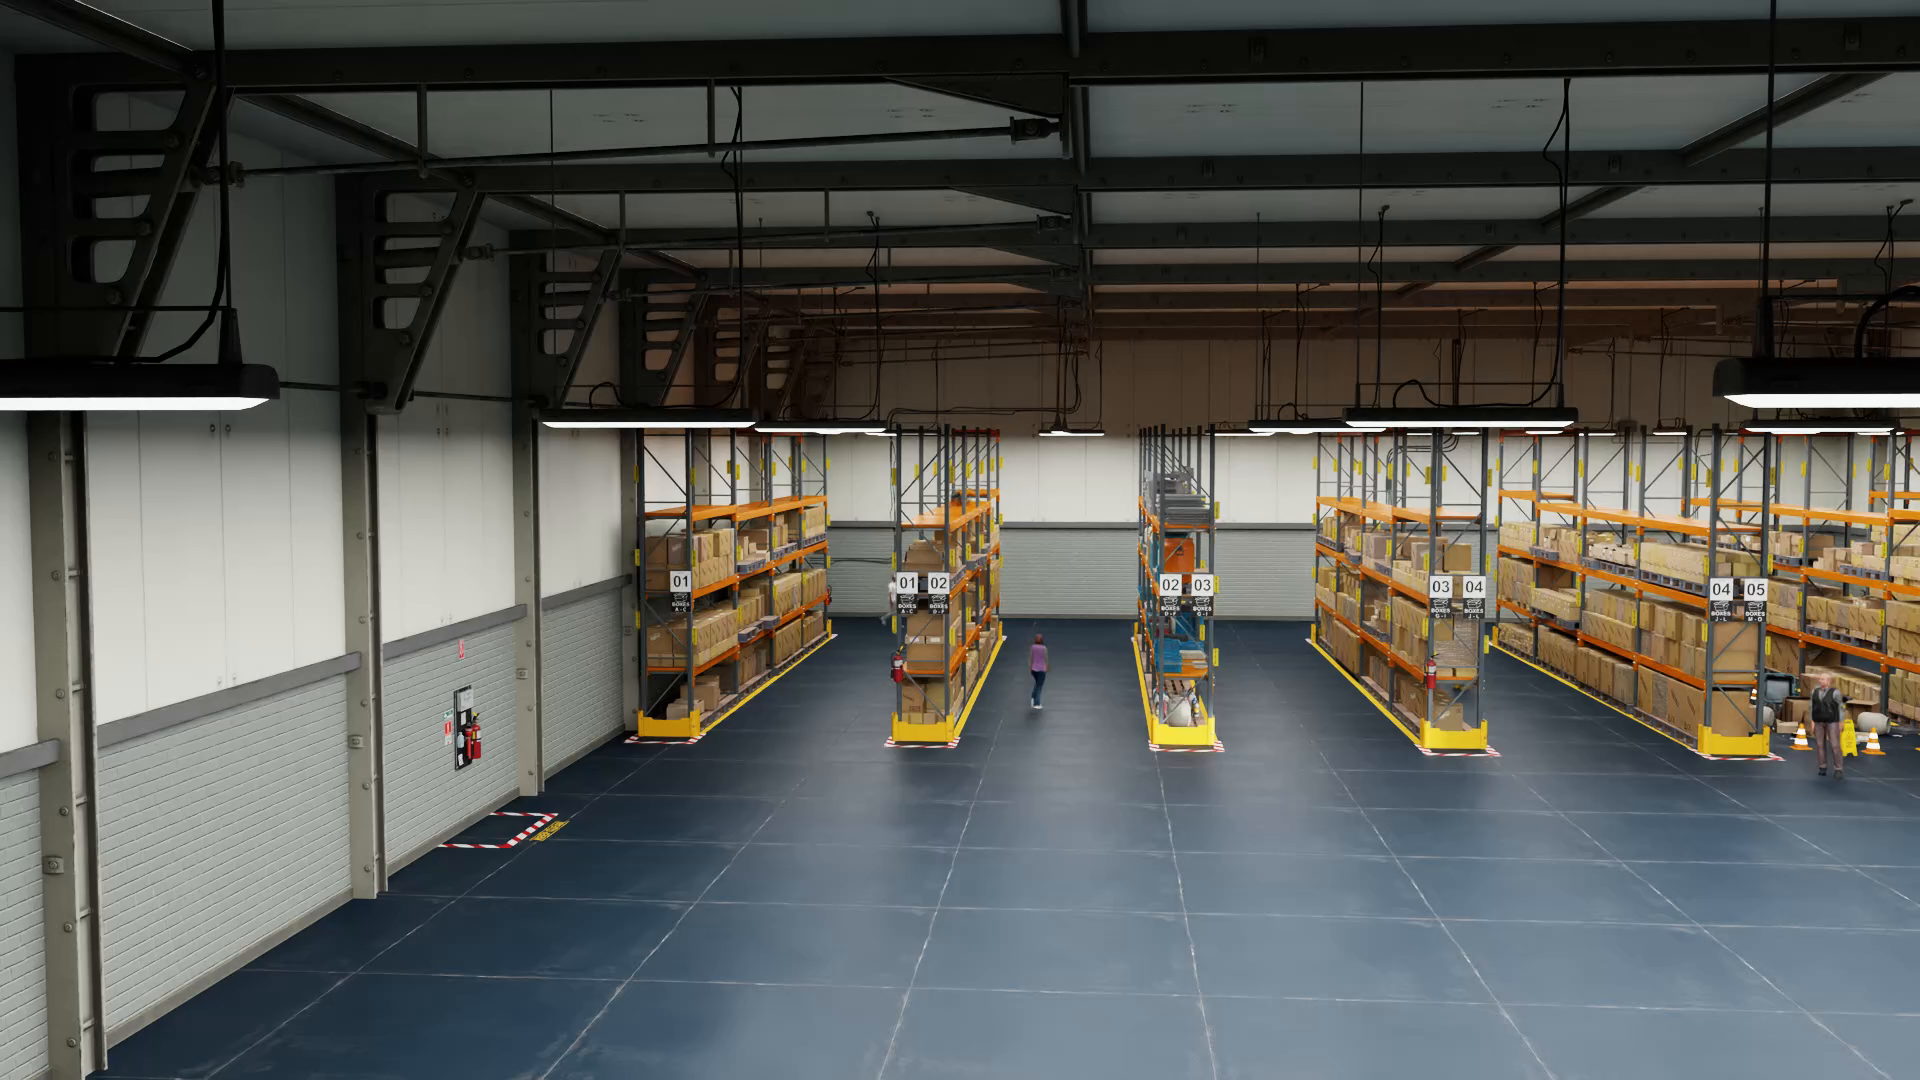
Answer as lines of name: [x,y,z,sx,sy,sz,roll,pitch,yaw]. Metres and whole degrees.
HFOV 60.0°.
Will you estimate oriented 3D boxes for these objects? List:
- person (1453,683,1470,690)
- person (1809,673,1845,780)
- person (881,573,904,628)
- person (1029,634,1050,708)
person: [11.445,2.520,38.010,0.467,1.773,0.578,-2,4,-30]
person: [14.731,3.144,28.257,0.440,1.735,0.649,-3,4,-37]
person: [-2.016,1.827,50.232,0.705,1.658,0.471,2,4,30]
person: [1.694,2.785,35.182,0.403,1.572,0.420,3,5,40]
